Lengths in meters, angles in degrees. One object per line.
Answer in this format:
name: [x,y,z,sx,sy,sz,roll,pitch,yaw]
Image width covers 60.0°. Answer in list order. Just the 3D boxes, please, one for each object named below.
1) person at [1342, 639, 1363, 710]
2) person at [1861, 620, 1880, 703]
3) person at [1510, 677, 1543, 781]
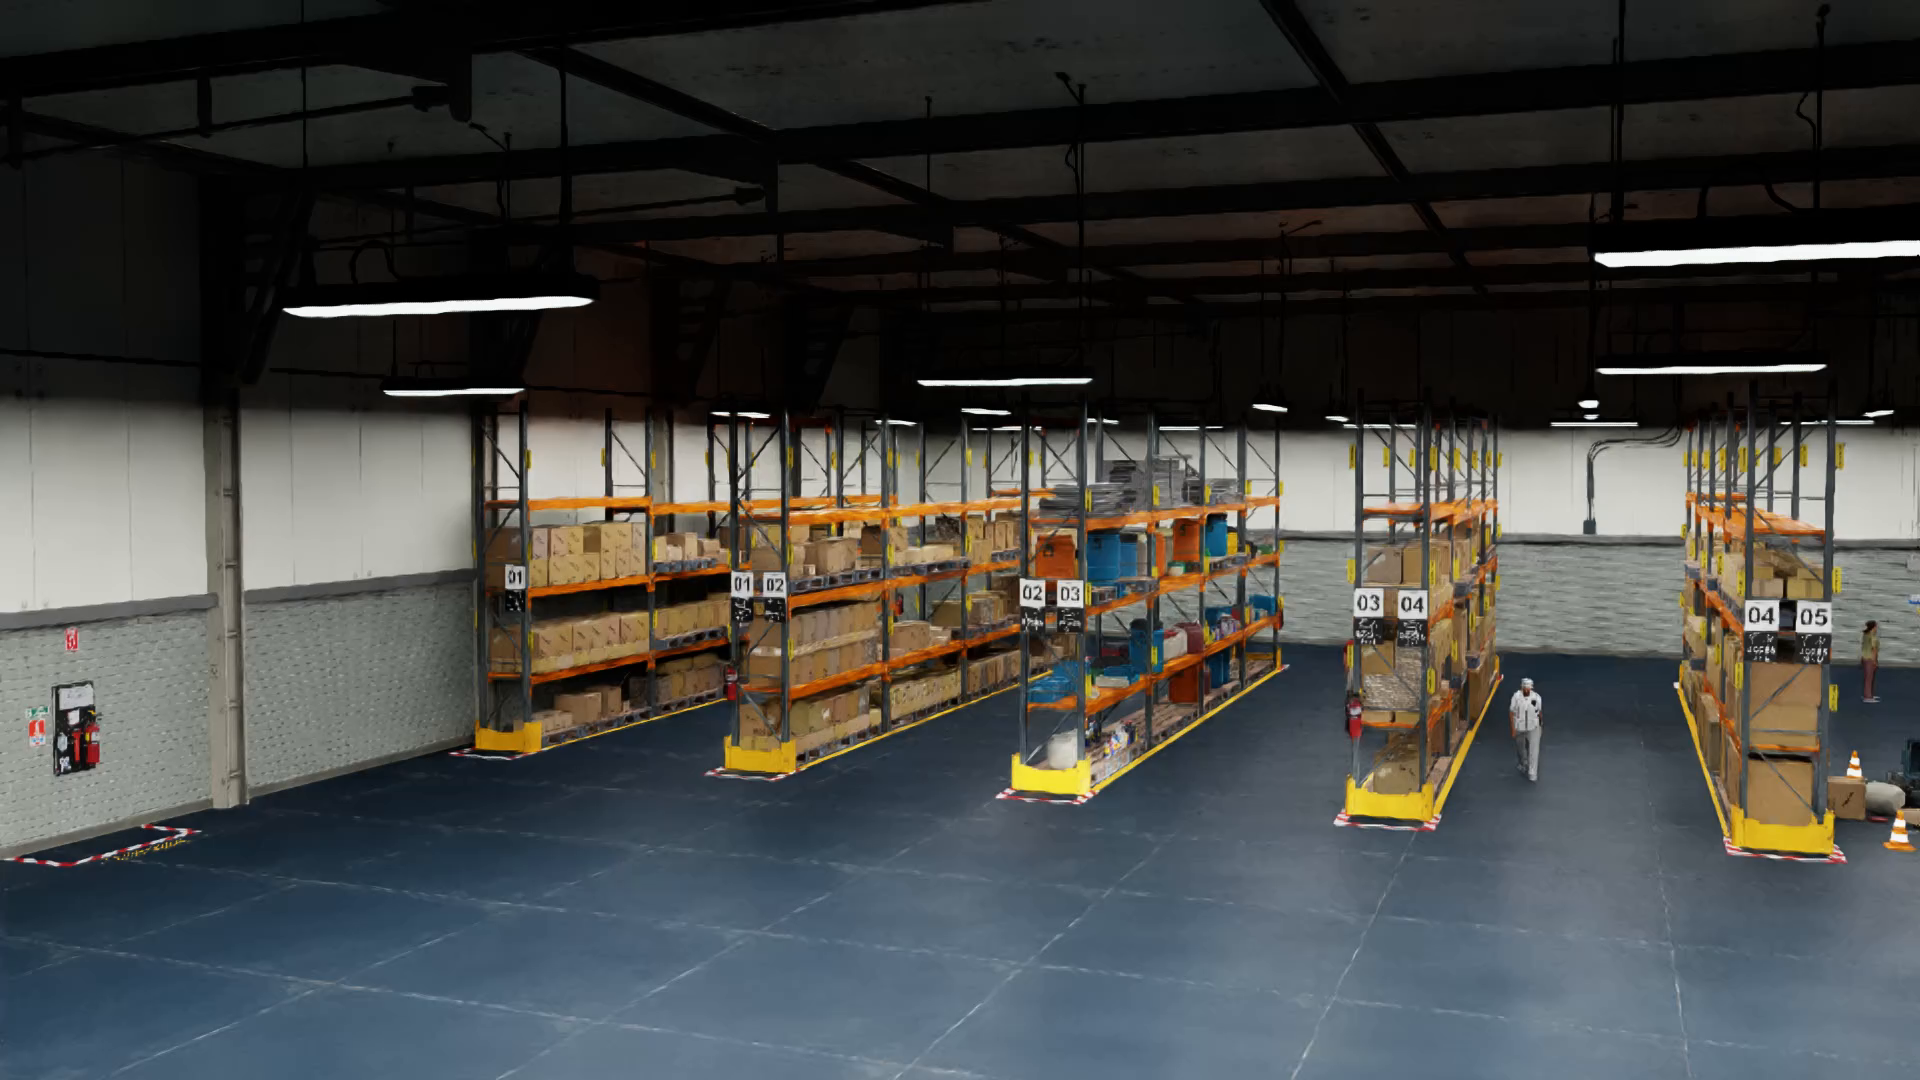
person: [7.926,2.563,33.014,0.682,1.676,0.529,1,3,19]
person: [18.774,2.484,34.209,0.454,1.679,0.536,0,3,2]
person: [8.879,2.927,26.076,0.497,1.583,1.090,1,3,24]
